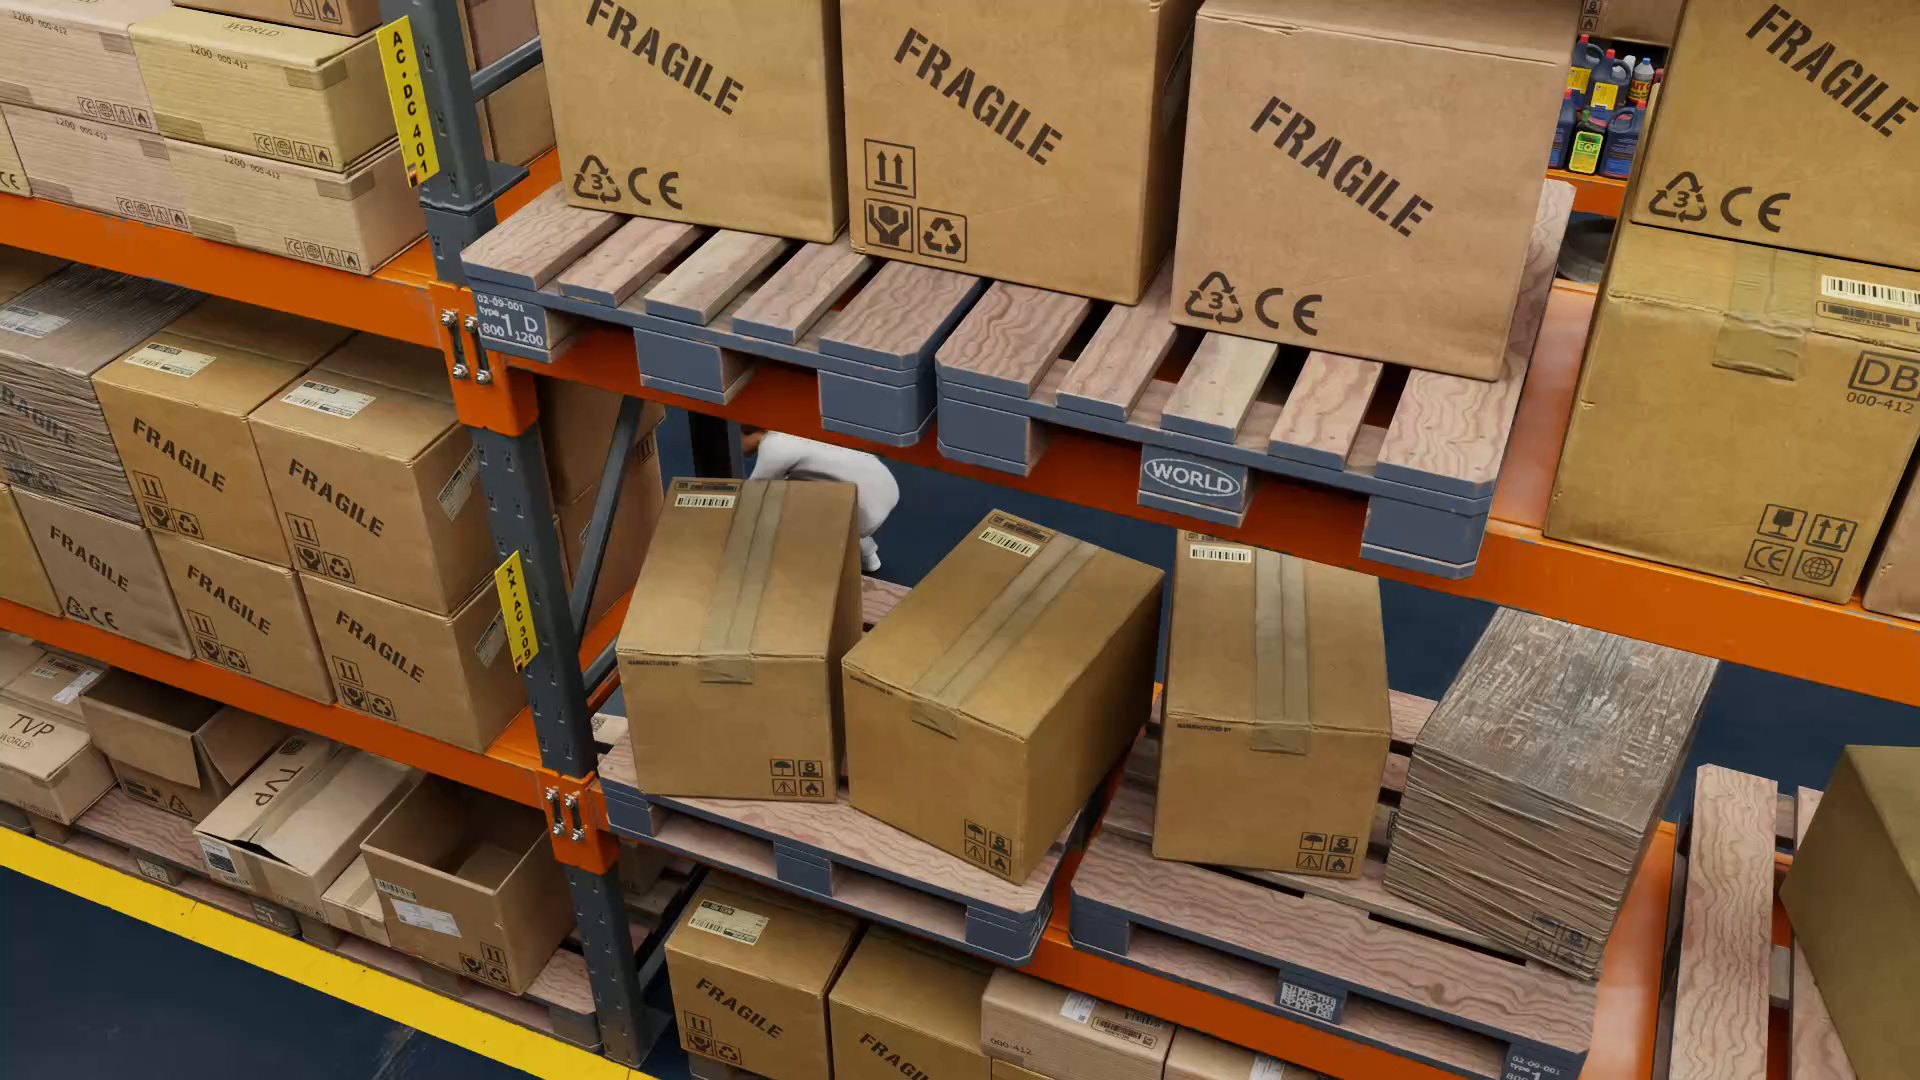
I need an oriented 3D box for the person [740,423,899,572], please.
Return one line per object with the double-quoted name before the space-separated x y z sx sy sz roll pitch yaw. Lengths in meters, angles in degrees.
"person" -0.661 -0.197 7.090 0.801 0.846 0.484 14 40 18
